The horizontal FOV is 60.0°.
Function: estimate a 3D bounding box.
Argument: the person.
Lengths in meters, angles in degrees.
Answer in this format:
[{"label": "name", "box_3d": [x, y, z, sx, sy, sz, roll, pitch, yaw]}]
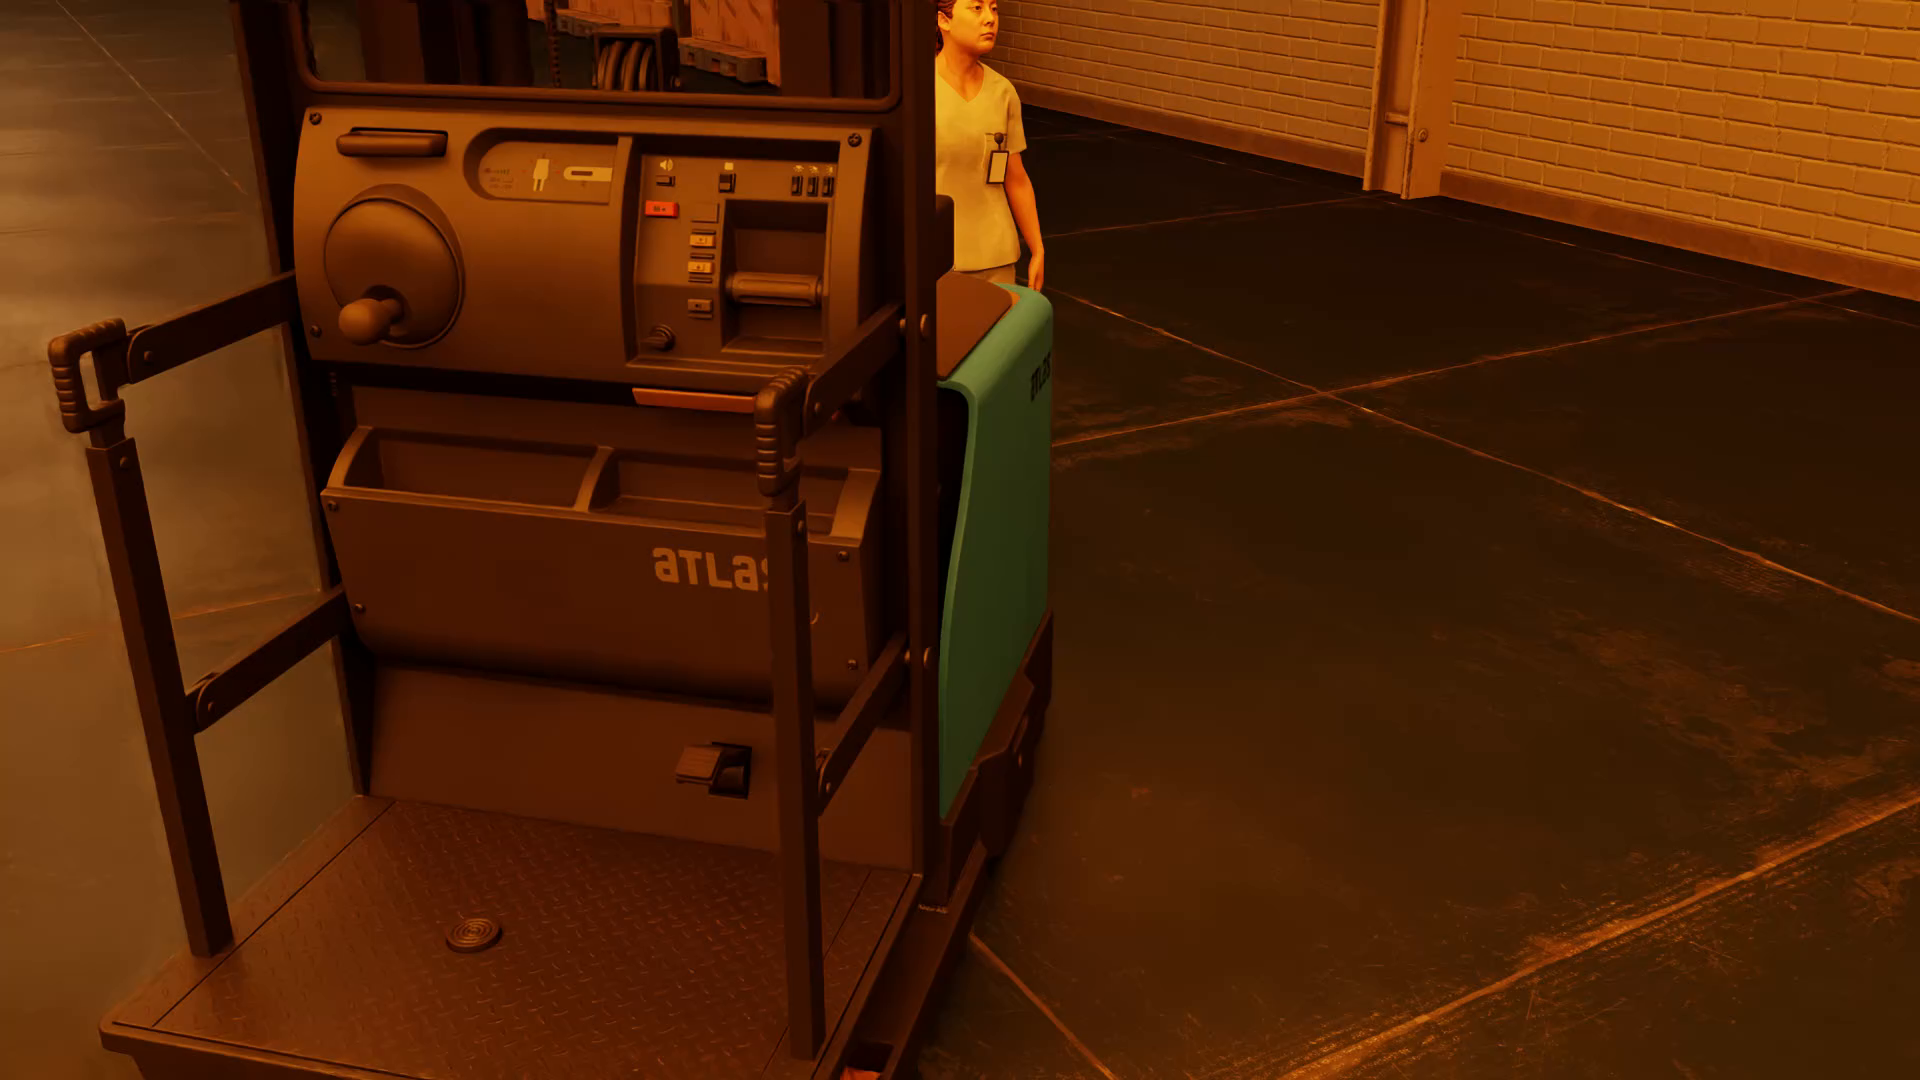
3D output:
[{"label": "person", "box_3d": [0.025, -0.755, 4.748, 0.549, 1.674, 0.548, -12, 25, -28]}]

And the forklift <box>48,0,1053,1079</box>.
[{"label": "forklift", "box_3d": [-0.635, -0.433, 2.328, 1.130, 2.935, 3.031, 5, 23, 13]}]
